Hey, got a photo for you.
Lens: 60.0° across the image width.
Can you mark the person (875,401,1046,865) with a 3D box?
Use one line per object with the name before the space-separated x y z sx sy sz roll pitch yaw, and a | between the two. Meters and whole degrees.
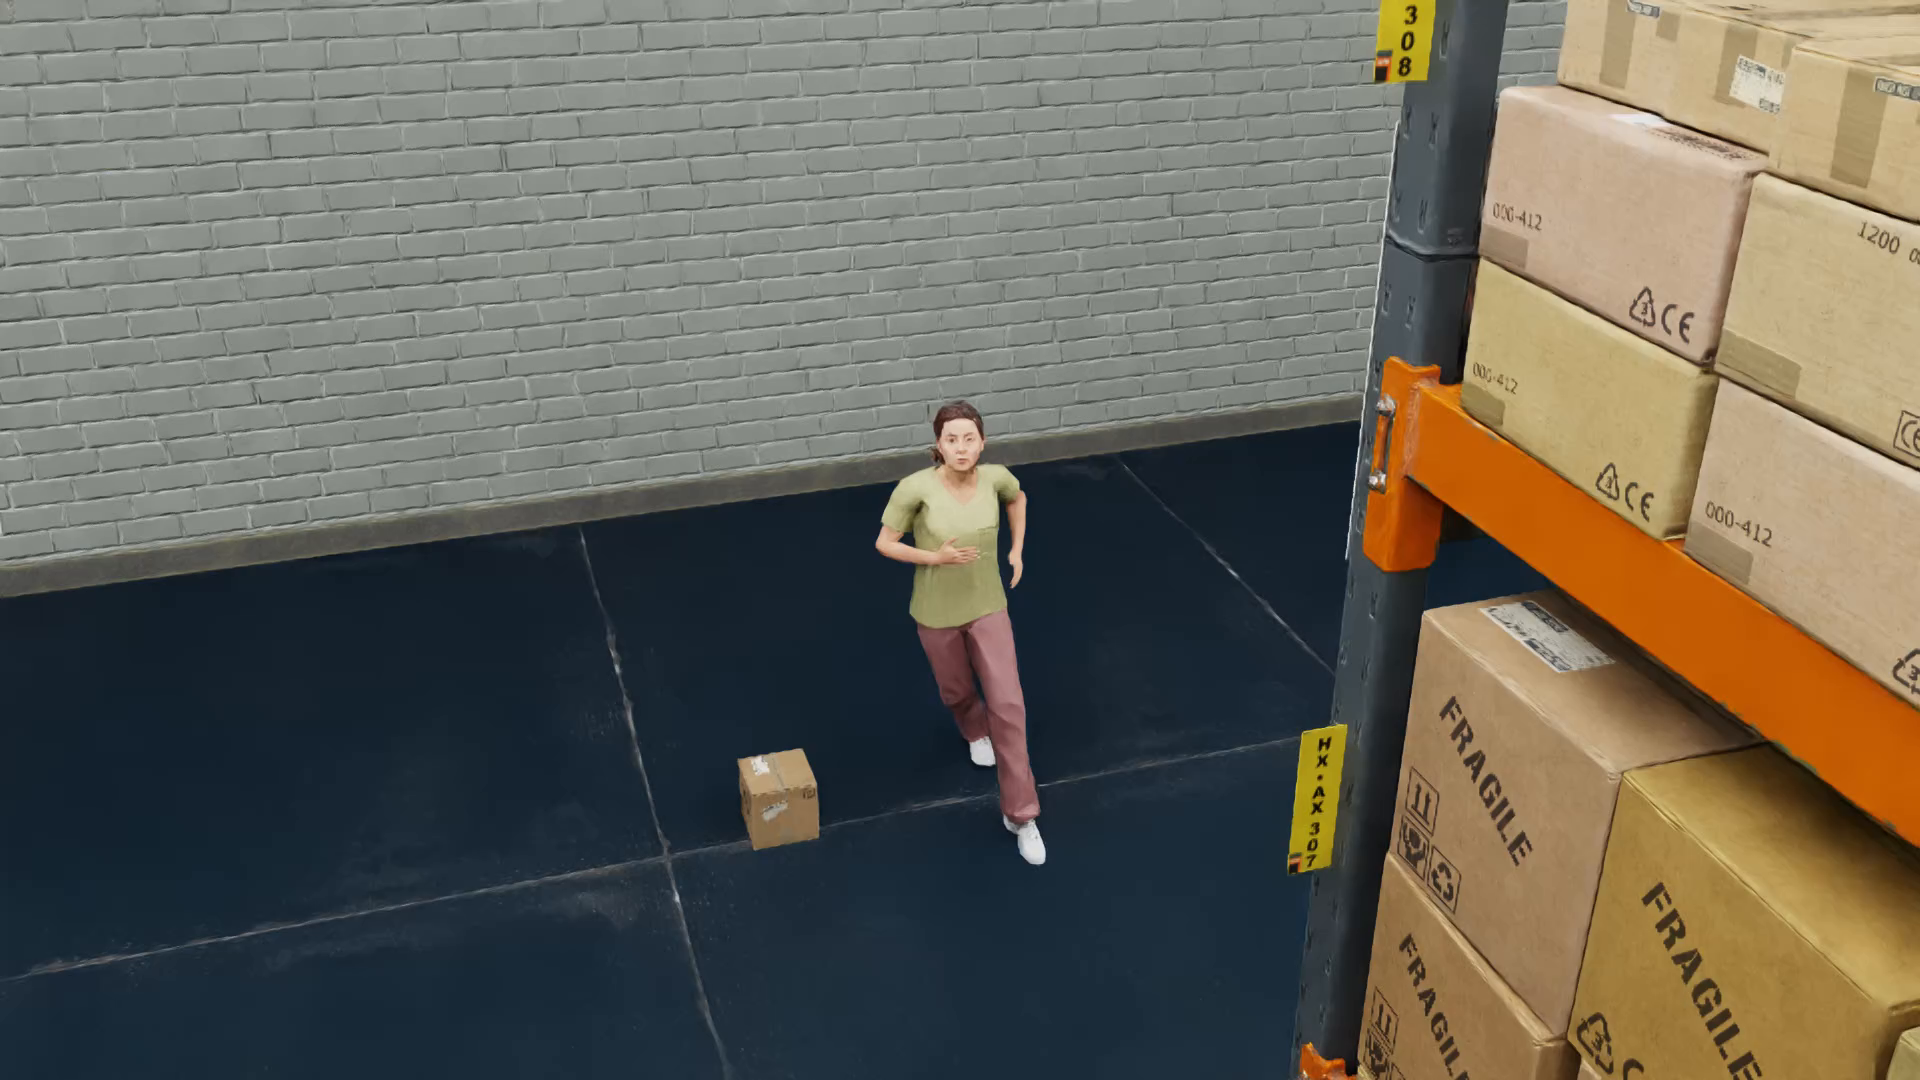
person | -0.008 0.302 6.136 0.589 1.597 0.928 -3 27 -5
